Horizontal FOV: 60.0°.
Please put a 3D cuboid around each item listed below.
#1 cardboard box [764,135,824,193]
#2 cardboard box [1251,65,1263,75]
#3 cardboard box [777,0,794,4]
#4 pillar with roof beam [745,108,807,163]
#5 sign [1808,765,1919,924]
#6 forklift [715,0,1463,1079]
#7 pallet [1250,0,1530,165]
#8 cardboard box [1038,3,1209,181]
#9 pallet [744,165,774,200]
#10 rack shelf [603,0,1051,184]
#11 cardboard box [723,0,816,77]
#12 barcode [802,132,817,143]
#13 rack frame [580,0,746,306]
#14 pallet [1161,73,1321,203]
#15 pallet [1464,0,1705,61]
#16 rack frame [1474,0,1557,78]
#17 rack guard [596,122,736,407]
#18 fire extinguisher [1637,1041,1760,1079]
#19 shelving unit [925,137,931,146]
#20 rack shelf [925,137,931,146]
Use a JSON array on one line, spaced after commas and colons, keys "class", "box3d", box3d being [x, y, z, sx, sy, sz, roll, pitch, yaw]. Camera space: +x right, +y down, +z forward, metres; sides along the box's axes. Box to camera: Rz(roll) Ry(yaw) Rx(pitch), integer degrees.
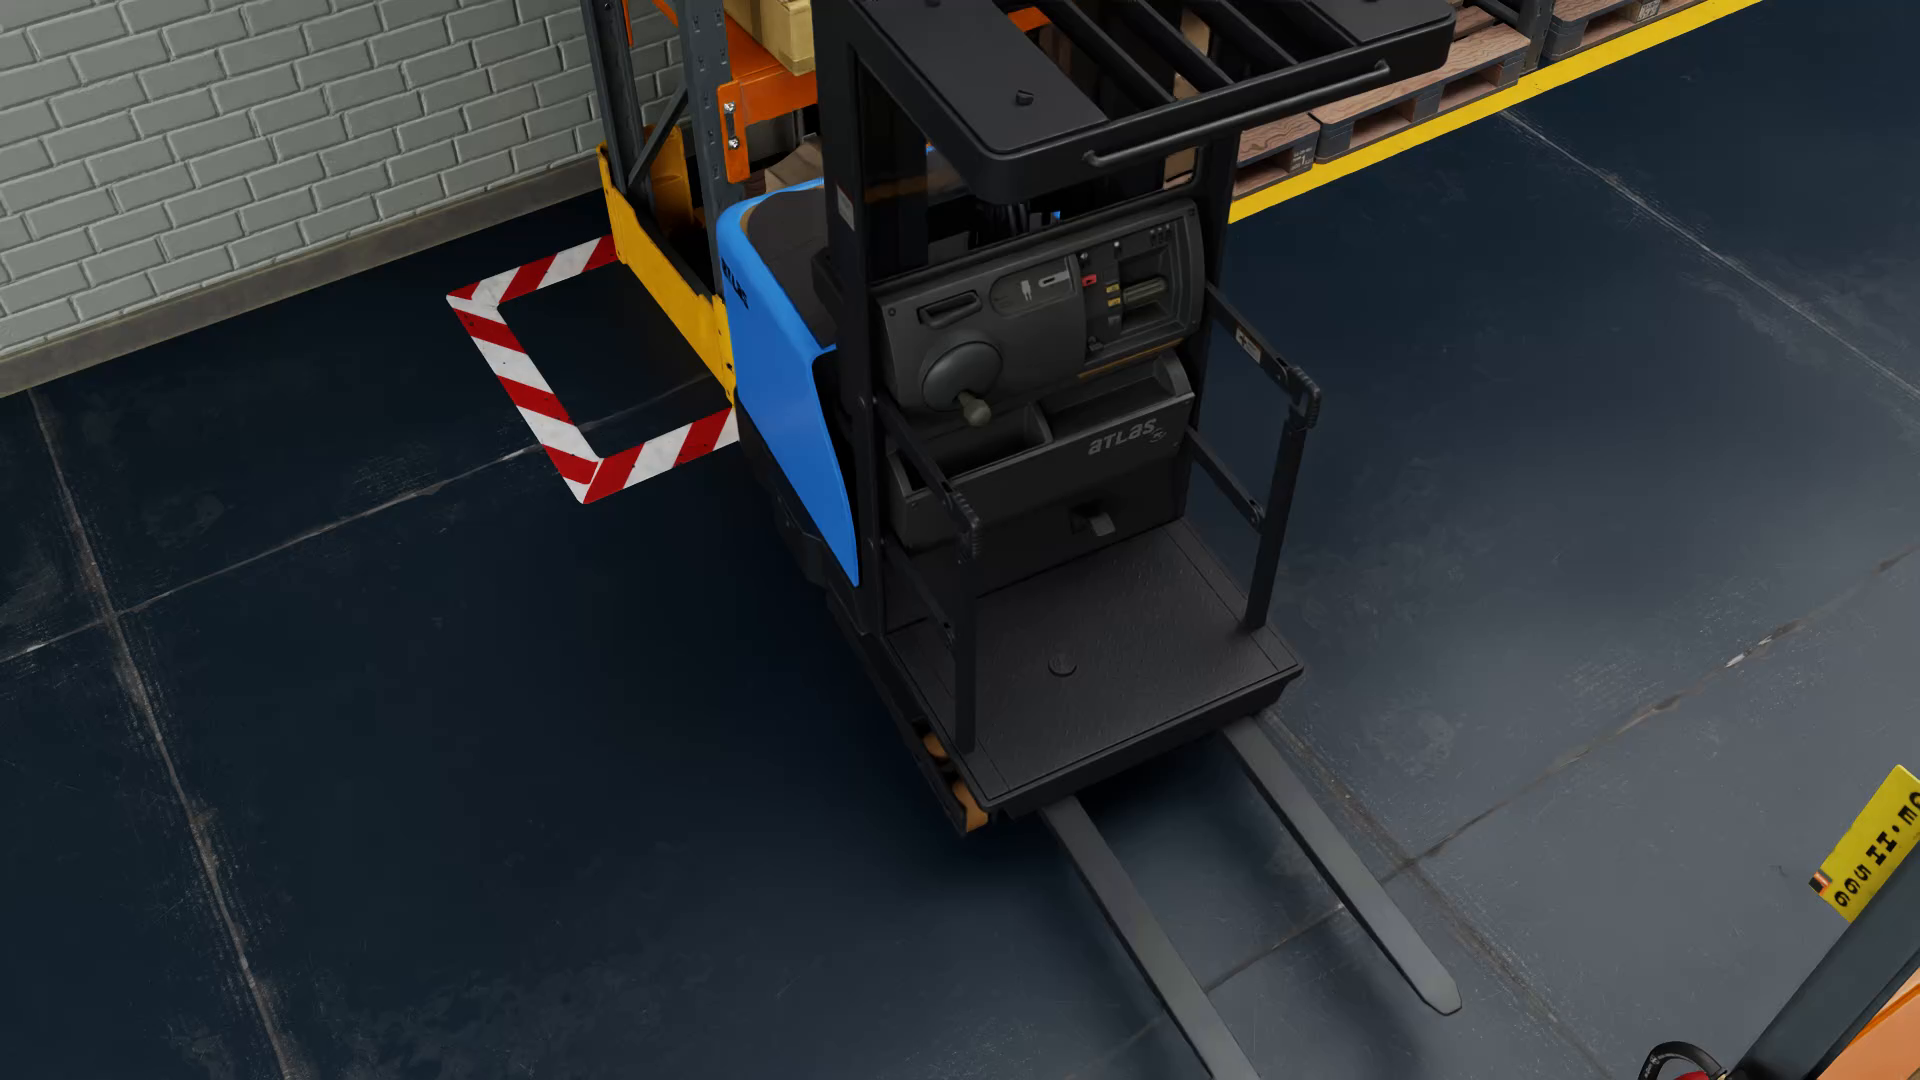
[{"class": "cardboard box", "box3d": [-0.405, -1.335, 6.436, 0.500, 0.311, 0.500, -31, 55, -25]}, {"class": "cardboard box", "box3d": [1.488, -2.334, 7.199, 0.500, 0.500, 0.500, -29, 54, -23]}, {"class": "cardboard box", "box3d": [-0.474, -2.070, 5.170, 0.500, 0.500, 0.500, -25, 53, -21]}, {"class": "pillar with roof beam", "box3d": [1.389, -1.965, 1.474, 0.400, 9.000, 9.100, -25, 53, -21]}, {"class": "sign", "box3d": [1.330, 0.451, 2.406, 0.005, 0.325, 0.100, -25, 53, -21]}, {"class": "forklift", "box3d": [0.332, -0.493, 4.227, 1.130, 2.935, 3.031, -21, 52, -18]}, {"class": "pallet", "box3d": [1.796, -2.240, 7.604, 1.213, 0.211, 1.003, -25, 53, -21]}, {"class": "cardboard box", "box3d": [0.724, -1.886, 6.800, 0.500, 0.500, 0.700, -28, 54, -23]}, {"class": "pallet", "box3d": [-0.268, -1.268, 6.738, 1.213, 0.211, 1.003, -25, 53, -21]}, {"class": "rack shelf", "box3d": [0.653, -2.422, 6.380, 4.000, 0.370, 1.077, -25, 53, -21]}, {"class": "cardboard box", "box3d": [-0.456, -1.815, 5.444, 0.500, 0.250, 0.500, -27, 54, -22]}, {"class": "barcode", "box3d": [-0.603, -1.598, 6.664, 0.075, 0.075, 0.001, -25, 53, -21]}, {"class": "rack frame", "box3d": [-1.038, -1.864, 5.401, 0.127, 3.000, 1.000, -25, 53, -21]}, {"class": "pallet", "box3d": [0.763, -1.751, 7.168, 1.213, 0.211, 1.003, -25, 53, -21]}, {"class": "pallet", "box3d": [3.003, -2.842, 8.139, 1.213, 0.211, 1.003, -25, 53, -21]}, {"class": "rack frame", "box3d": [2.345, -3.458, 6.821, 0.127, 3.000, 1.000, -25, 53, -21]}, {"class": "rack guard", "box3d": [-0.974, -1.063, 6.362, 0.348, 0.500, 1.175, -25, 53, -21]}, {"class": "fire extinguisher", "box3d": [1.260, 1.043, 2.865, 0.183, 0.674, 0.296, -25, 53, -21]}, {"class": "shelving unit", "box3d": [-0.072, -1.088, 6.009, 0.252, 1.050, 0.215, -19, 50, -14]}, {"class": "rack shelf", "box3d": [-0.081, -1.271, 5.806, 0.240, 0.259, 0.215, -19, 50, -14]}]
